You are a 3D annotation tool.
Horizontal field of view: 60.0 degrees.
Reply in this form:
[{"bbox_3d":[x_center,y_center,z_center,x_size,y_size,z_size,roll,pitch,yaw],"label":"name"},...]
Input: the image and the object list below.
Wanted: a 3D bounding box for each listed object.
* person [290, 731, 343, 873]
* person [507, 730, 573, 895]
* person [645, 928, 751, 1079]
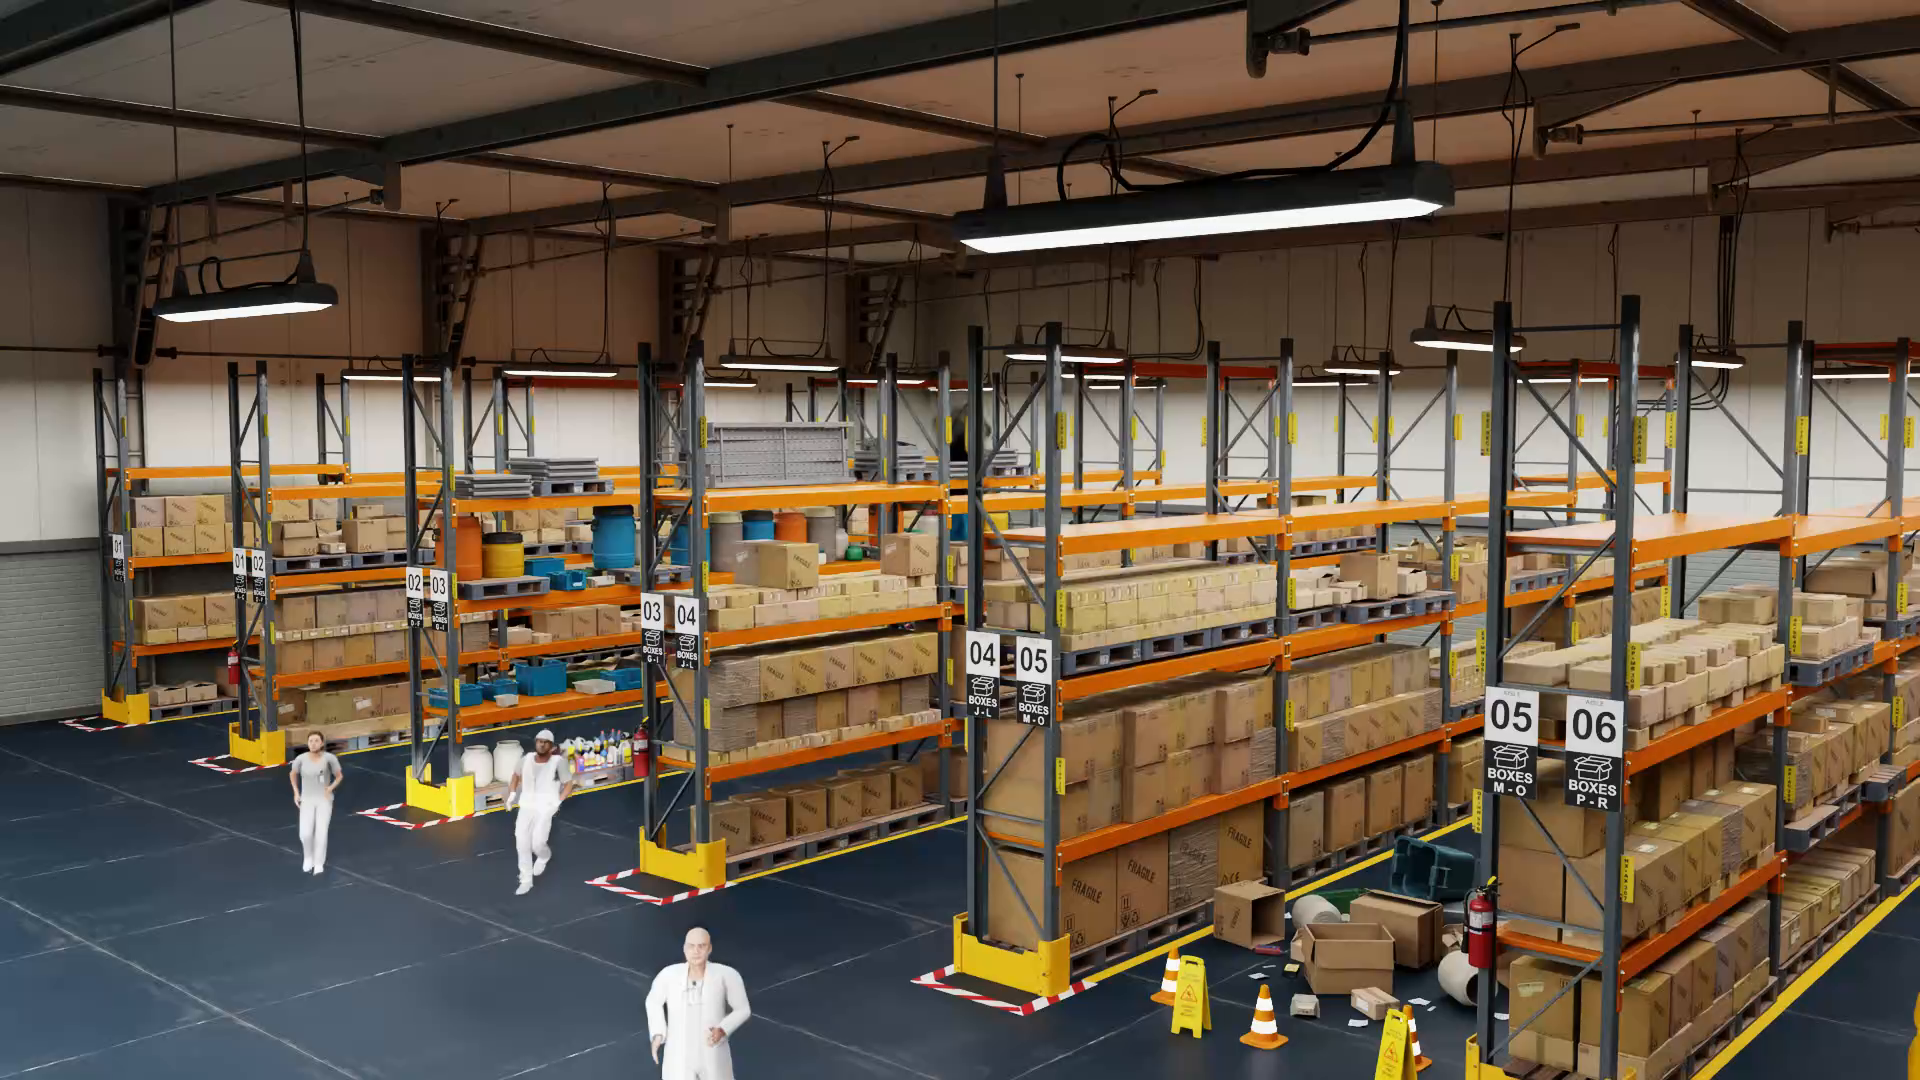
[{"bbox_3d":[-7.255,2.962,18.749,0.573,1.638,0.576,-1,4,-17],"label":"person"},{"bbox_3d":[-4.633,2.960,18.275,0.728,1.748,0.682,1,4,8],"label":"person"},{"bbox_3d":[-1.767,3.470,11.171,0.720,1.745,0.896,0,4,-3],"label":"person"}]
